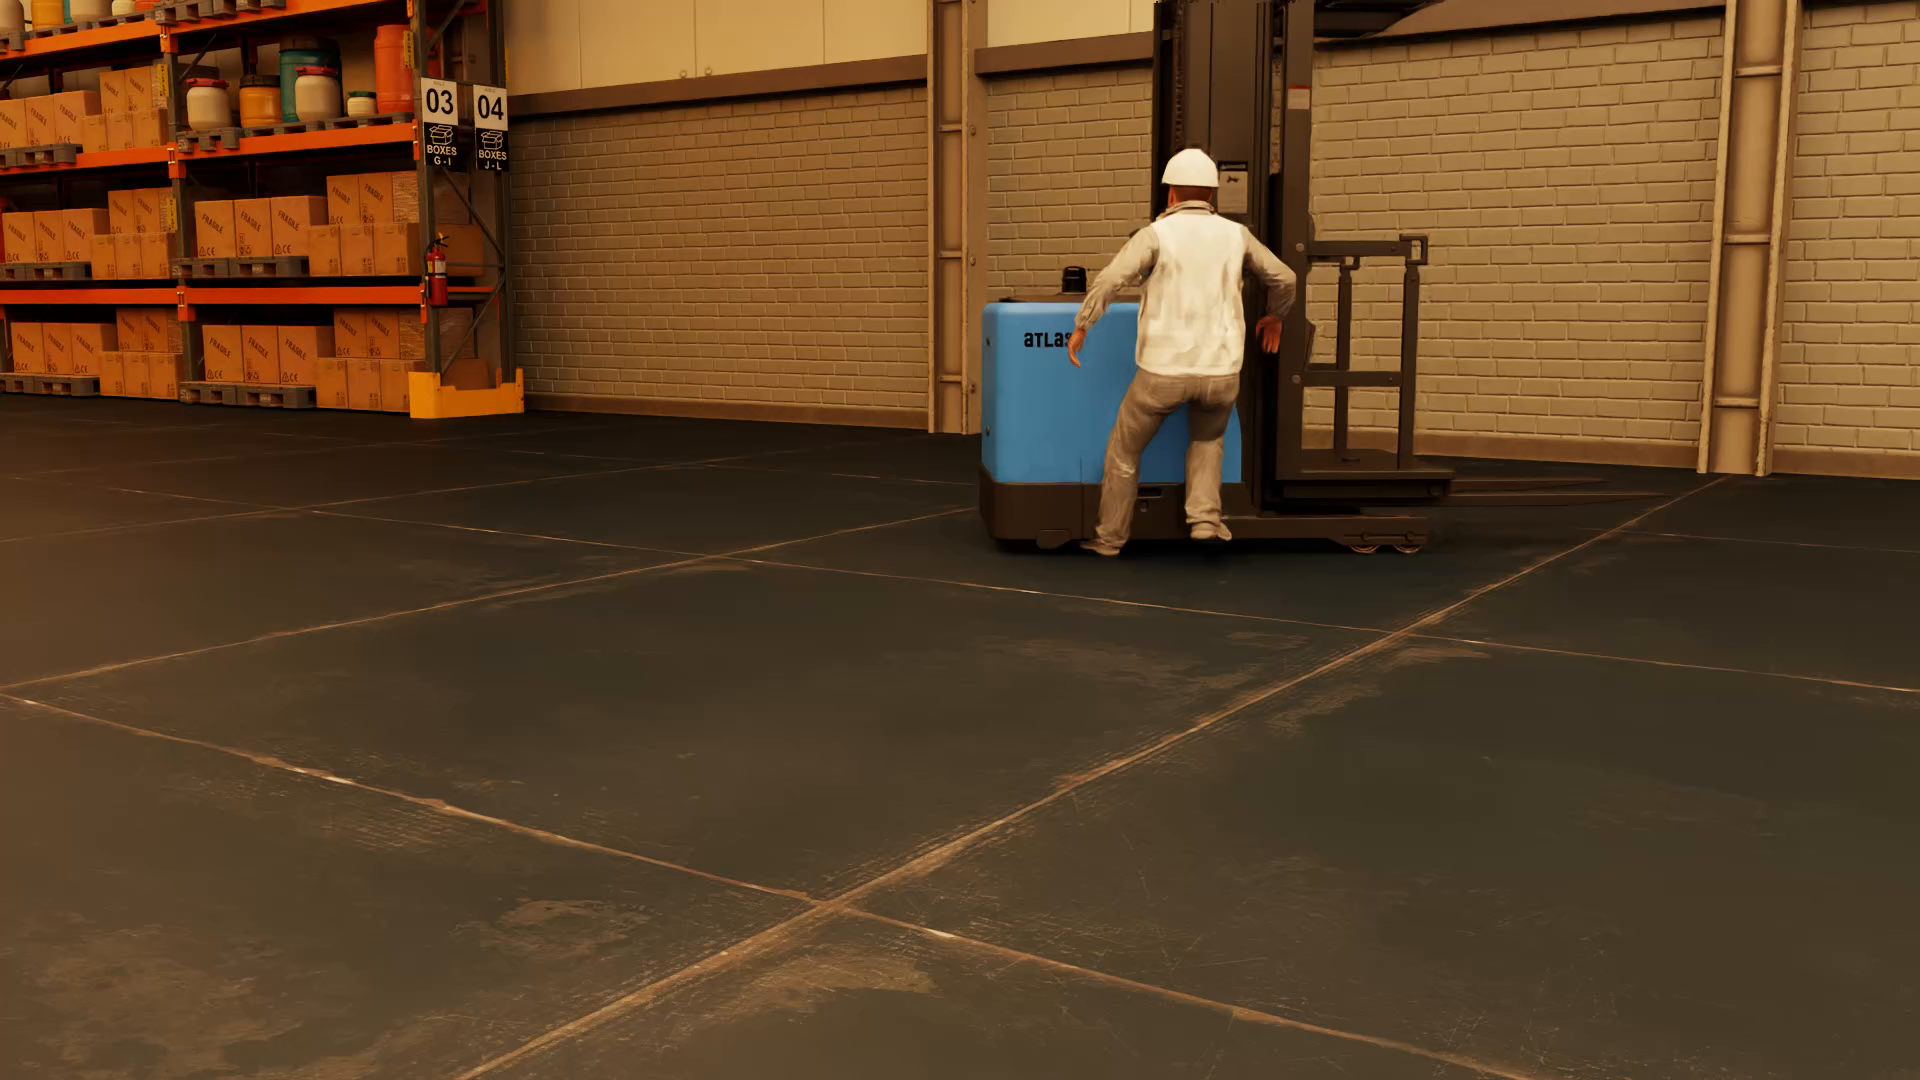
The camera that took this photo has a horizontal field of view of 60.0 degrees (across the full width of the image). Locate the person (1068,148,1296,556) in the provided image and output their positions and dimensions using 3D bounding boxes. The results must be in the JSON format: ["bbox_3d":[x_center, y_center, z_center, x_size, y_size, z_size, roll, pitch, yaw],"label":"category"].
[{"bbox_3d":[0.885,-0.754,6.937,0.948,1.696,0.764,-1,8,-8],"label":"person"}]

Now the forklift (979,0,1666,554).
[{"bbox_3d":[1.629,-1.466,7.503,3.031,2.935,1.130,0,8,-3],"label":"forklift"}]
